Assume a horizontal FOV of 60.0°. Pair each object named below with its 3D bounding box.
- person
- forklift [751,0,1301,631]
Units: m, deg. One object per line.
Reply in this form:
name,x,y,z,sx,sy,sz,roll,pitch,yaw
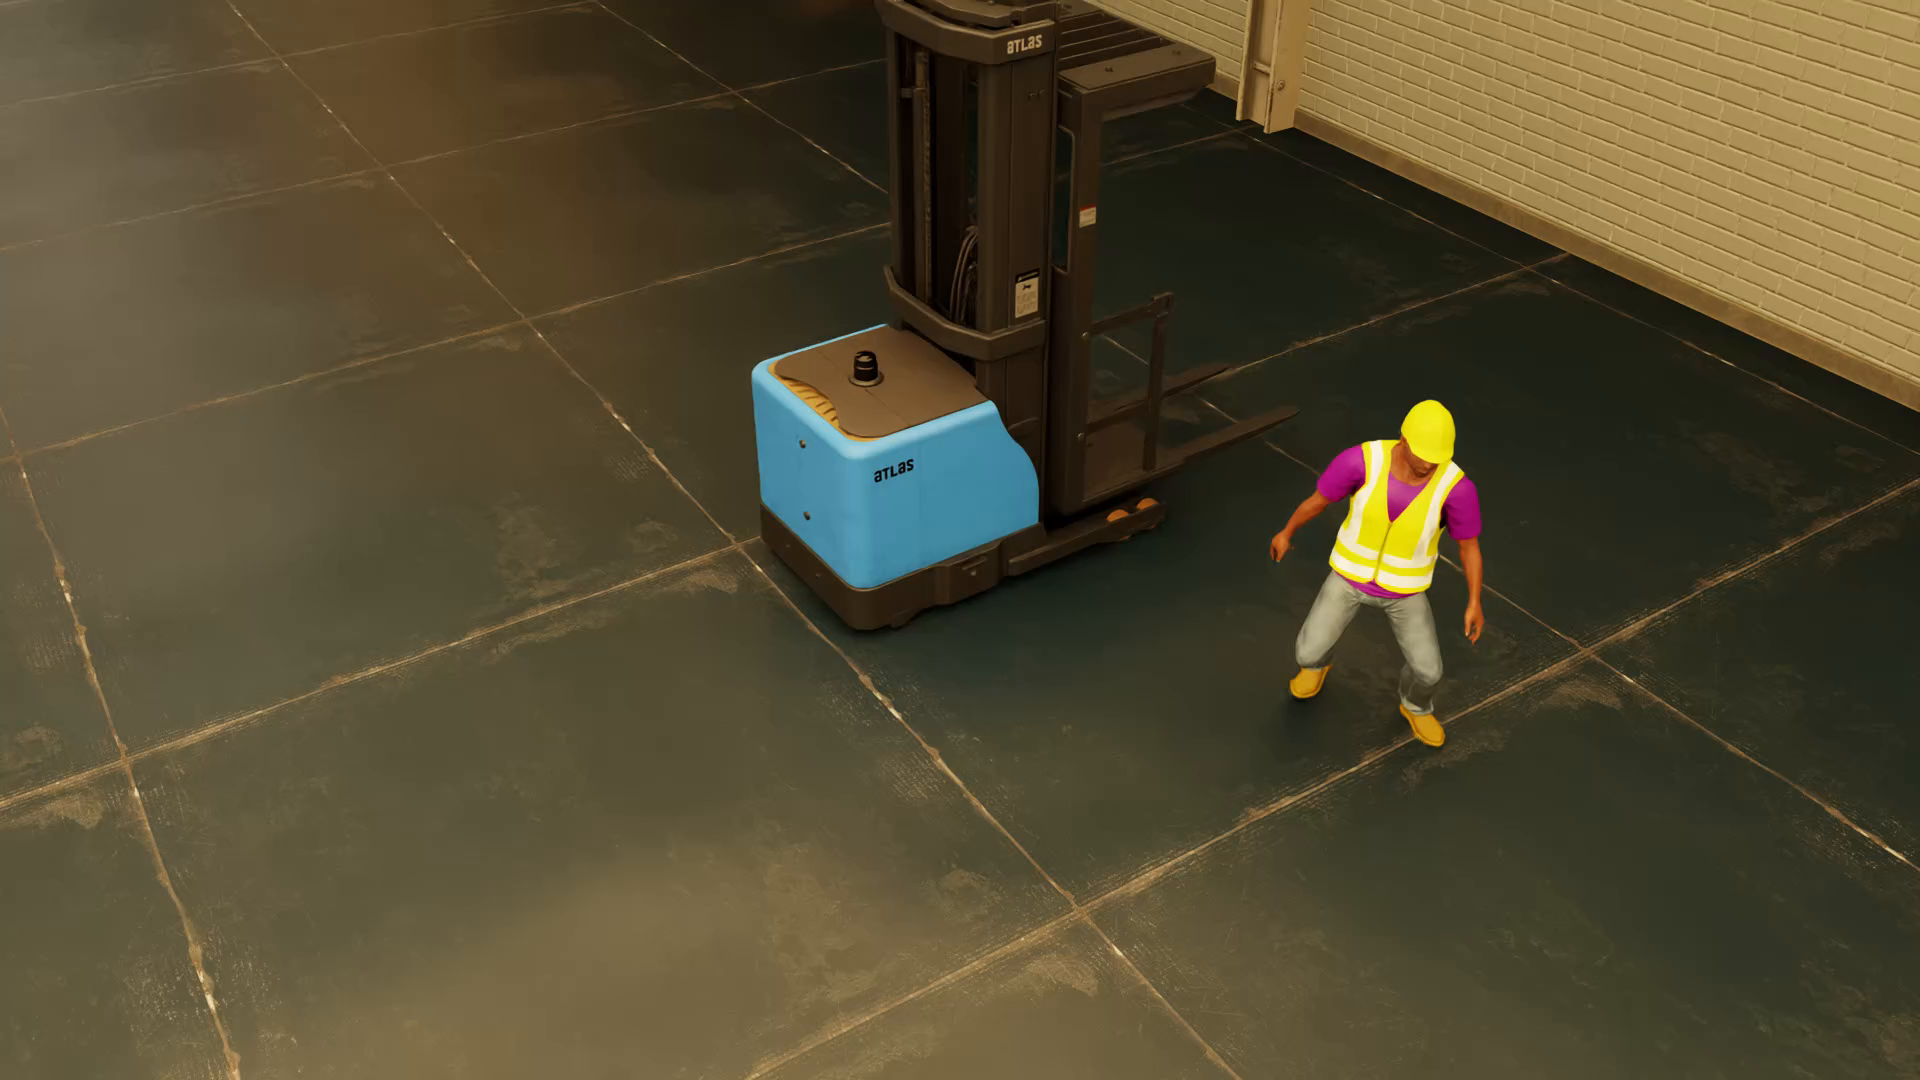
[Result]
person,1.773,0.125,7.071,0.947,1.679,0.493,14,37,19
forklift,0.479,-1.420,8.168,3.031,2.935,1.130,-21,40,-27
